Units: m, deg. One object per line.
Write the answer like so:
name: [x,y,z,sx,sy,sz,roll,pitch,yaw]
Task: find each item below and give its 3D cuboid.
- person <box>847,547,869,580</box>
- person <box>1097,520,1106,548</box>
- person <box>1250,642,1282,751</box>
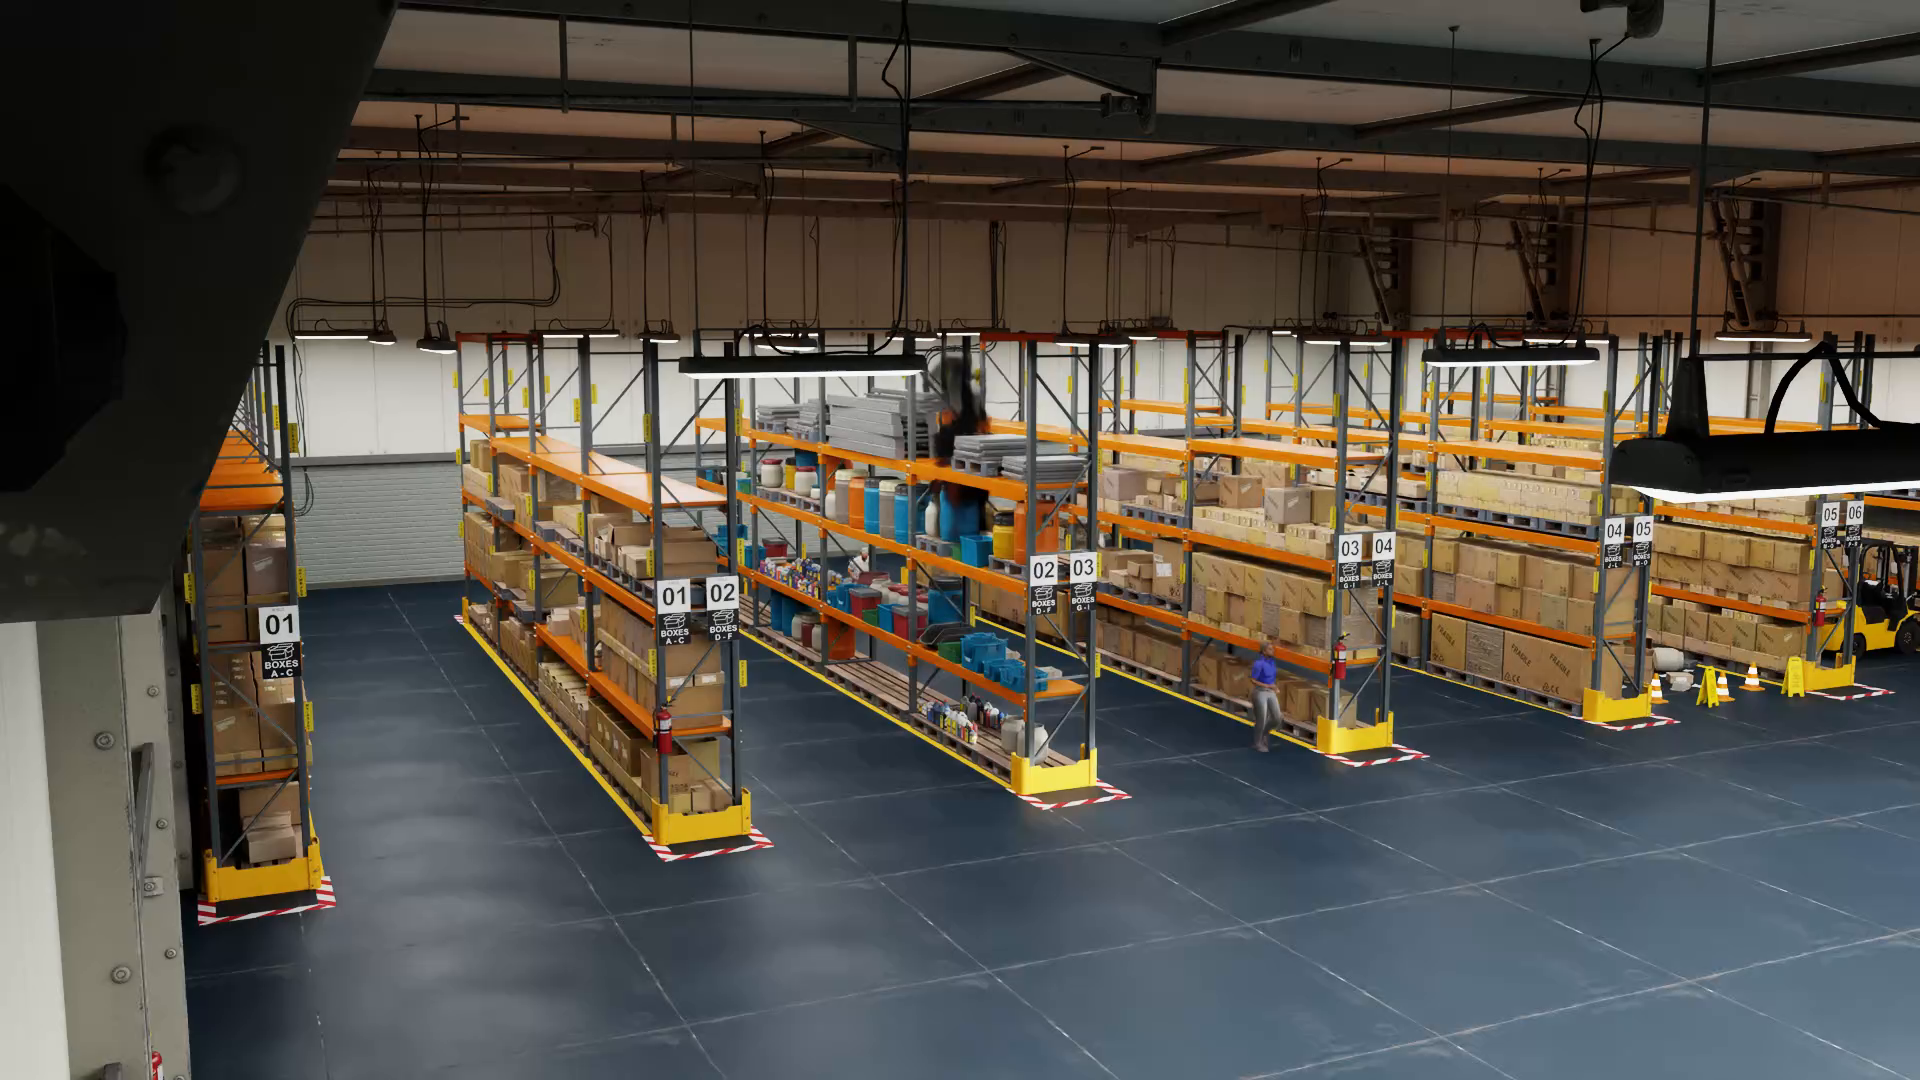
person: [-2.064,0.915,34.444,0.593,1.617,0.789,-3,8,-21]
person: [3.056,0.369,37.954,0.671,1.734,0.653,-3,8,-23]
person: [4.459,2.282,24.150,0.559,1.624,0.571,-6,10,-39]
